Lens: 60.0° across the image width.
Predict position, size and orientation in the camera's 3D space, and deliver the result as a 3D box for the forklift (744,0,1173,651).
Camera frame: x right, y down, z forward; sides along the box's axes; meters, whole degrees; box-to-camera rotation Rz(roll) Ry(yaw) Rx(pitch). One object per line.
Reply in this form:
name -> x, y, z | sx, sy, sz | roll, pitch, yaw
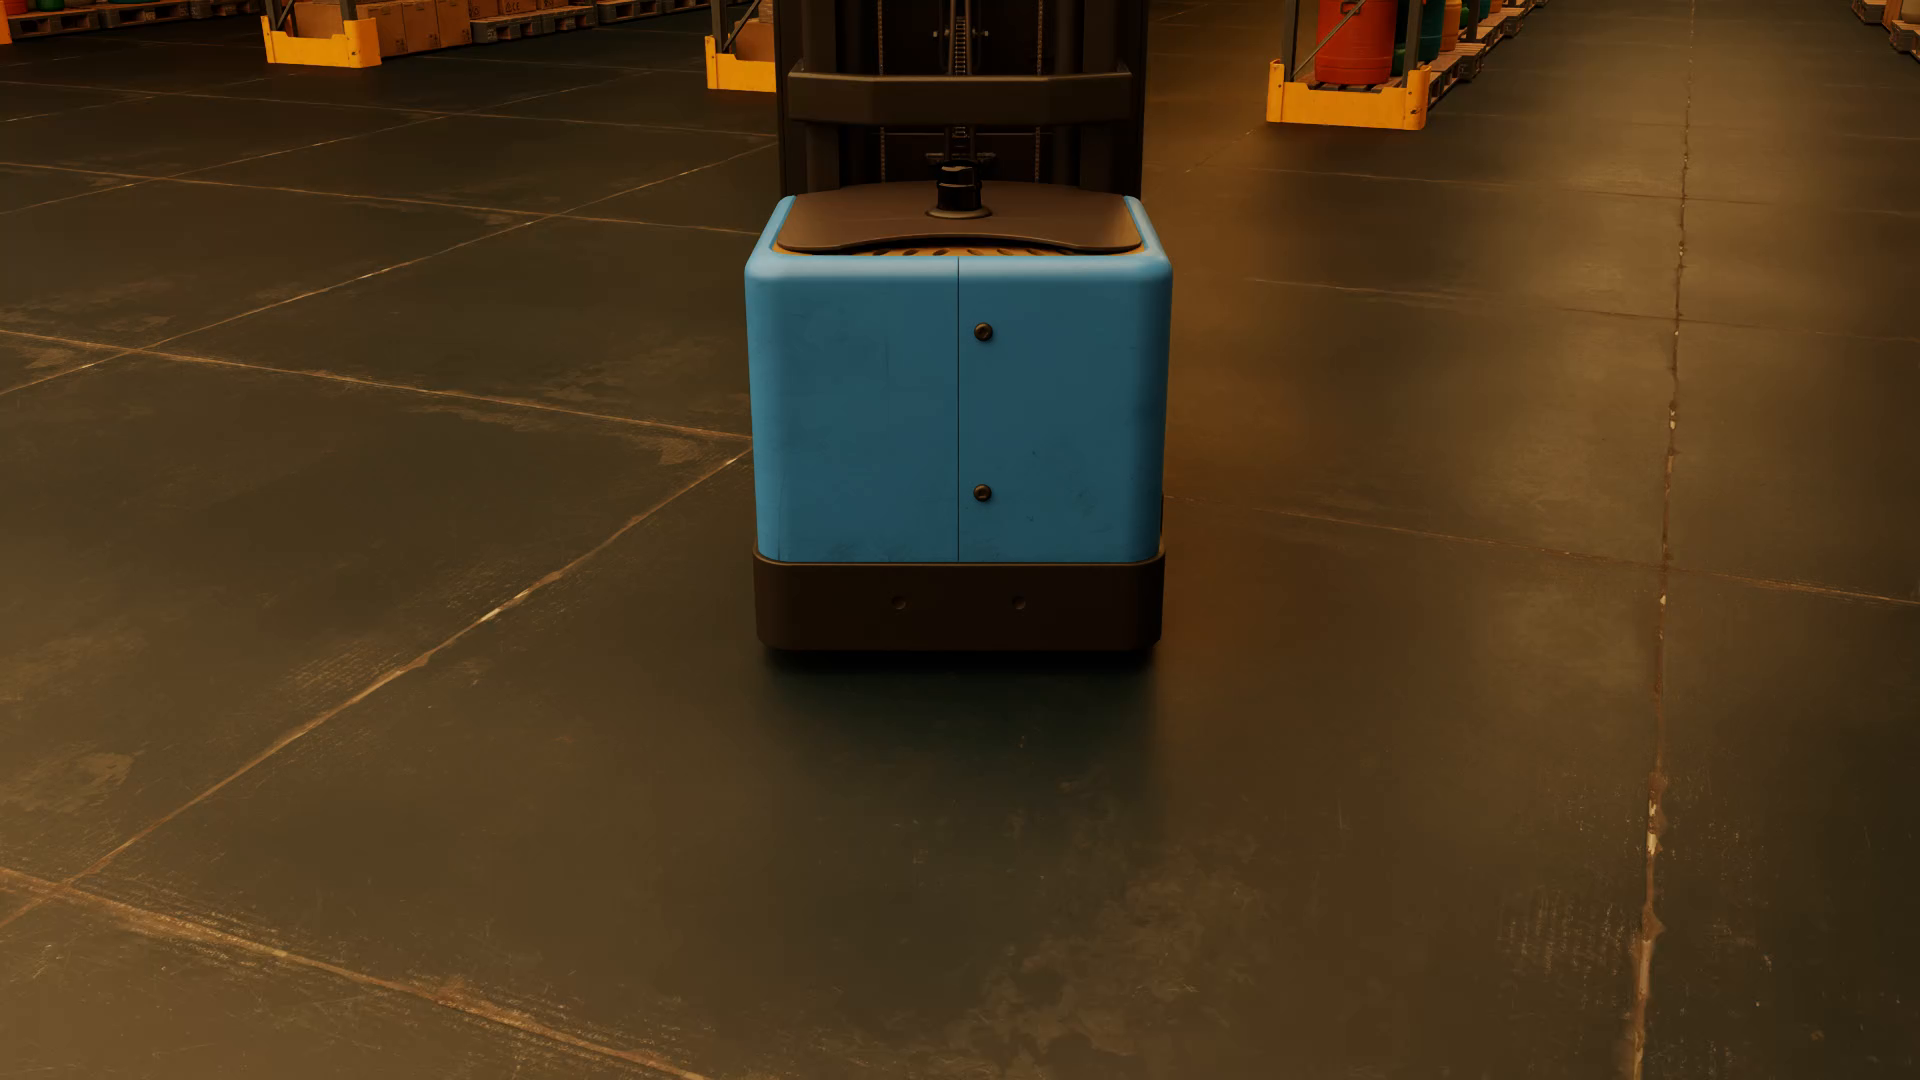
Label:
forklift -> 0.002, -1.587, 5.089 | 1.130, 2.935, 3.031 | 0, 23, 0
